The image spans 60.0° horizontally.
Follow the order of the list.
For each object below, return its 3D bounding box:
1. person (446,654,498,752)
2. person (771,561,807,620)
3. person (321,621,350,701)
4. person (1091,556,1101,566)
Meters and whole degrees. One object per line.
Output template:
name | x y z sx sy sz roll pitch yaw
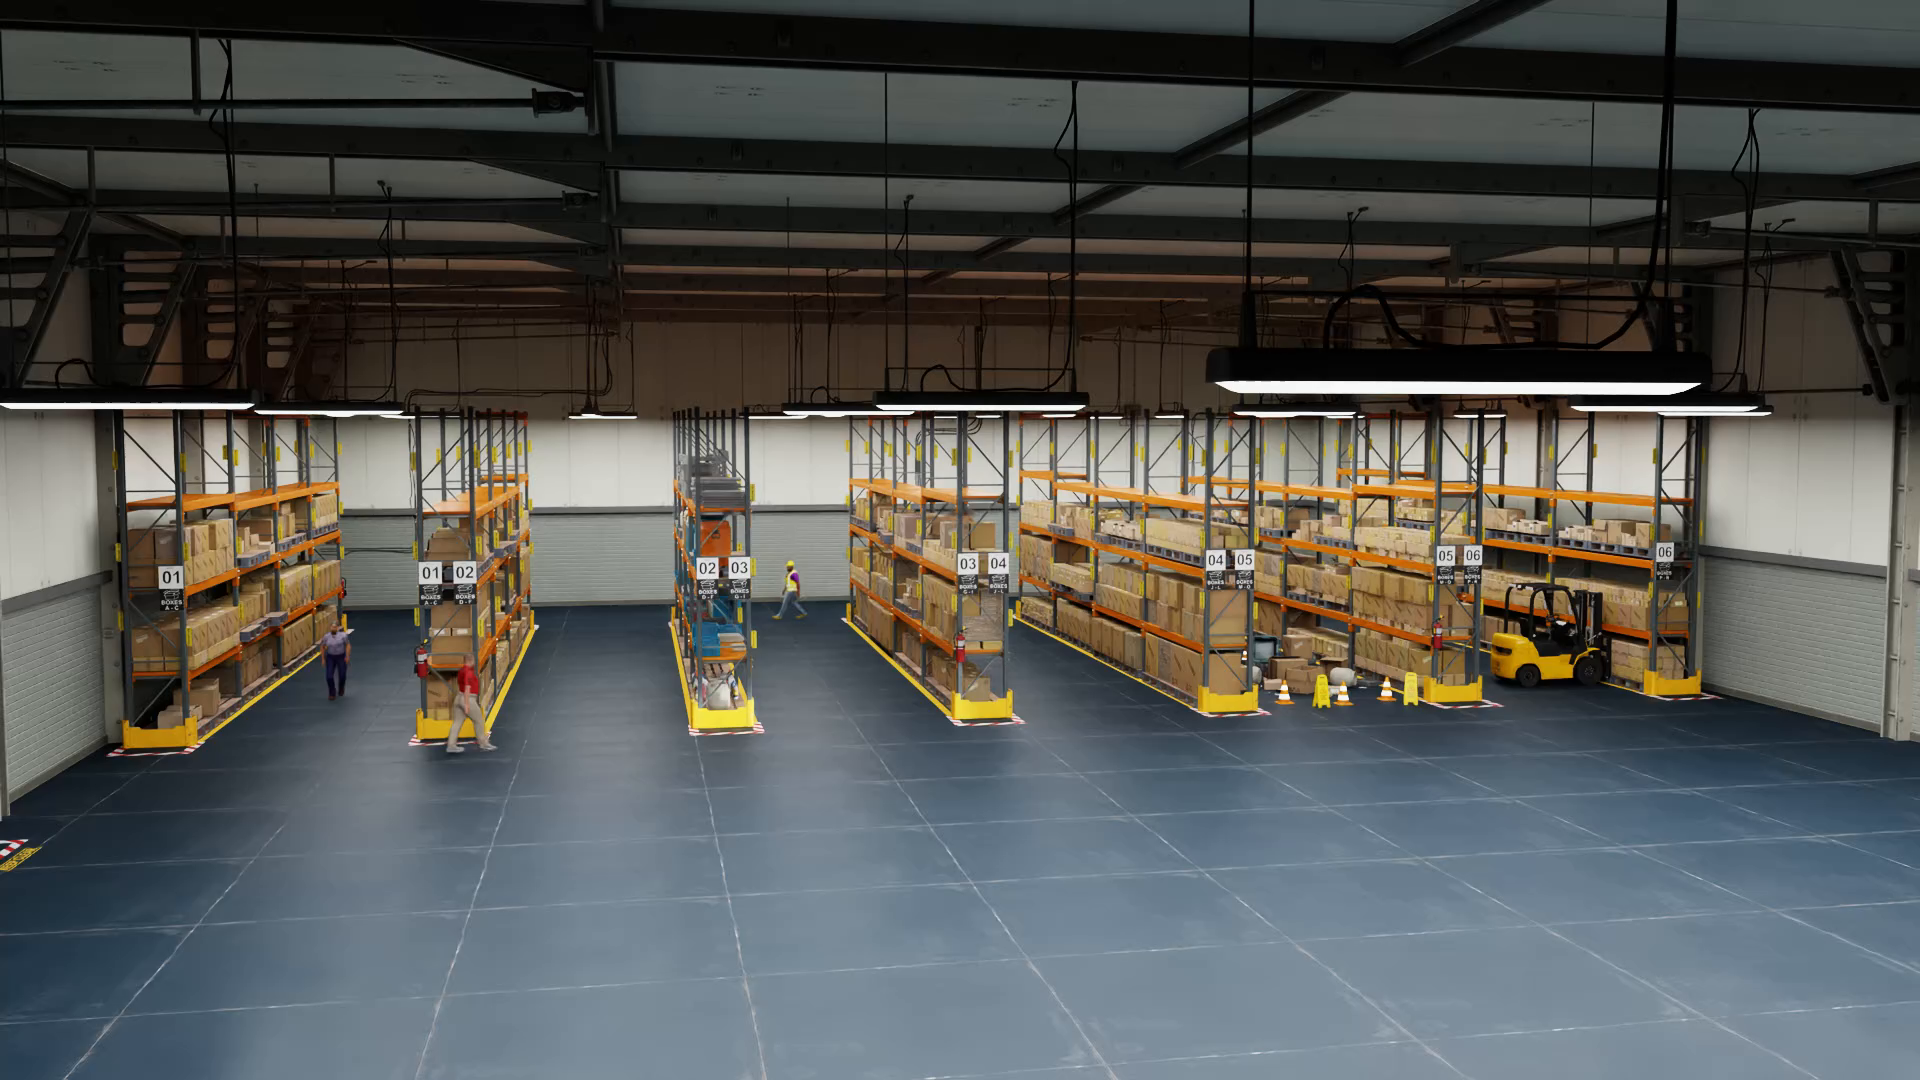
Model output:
person | -8.522 2.820 28.848 0.558 1.707 0.861 4 5 41
person | -4.954 1.456 48.096 1.065 1.699 0.550 -1 4 -17
person | -12.916 2.476 34.416 0.571 1.632 0.558 -1 4 -13
person | 4.108 1.289 50.739 0.862 1.653 0.460 1 4 9
